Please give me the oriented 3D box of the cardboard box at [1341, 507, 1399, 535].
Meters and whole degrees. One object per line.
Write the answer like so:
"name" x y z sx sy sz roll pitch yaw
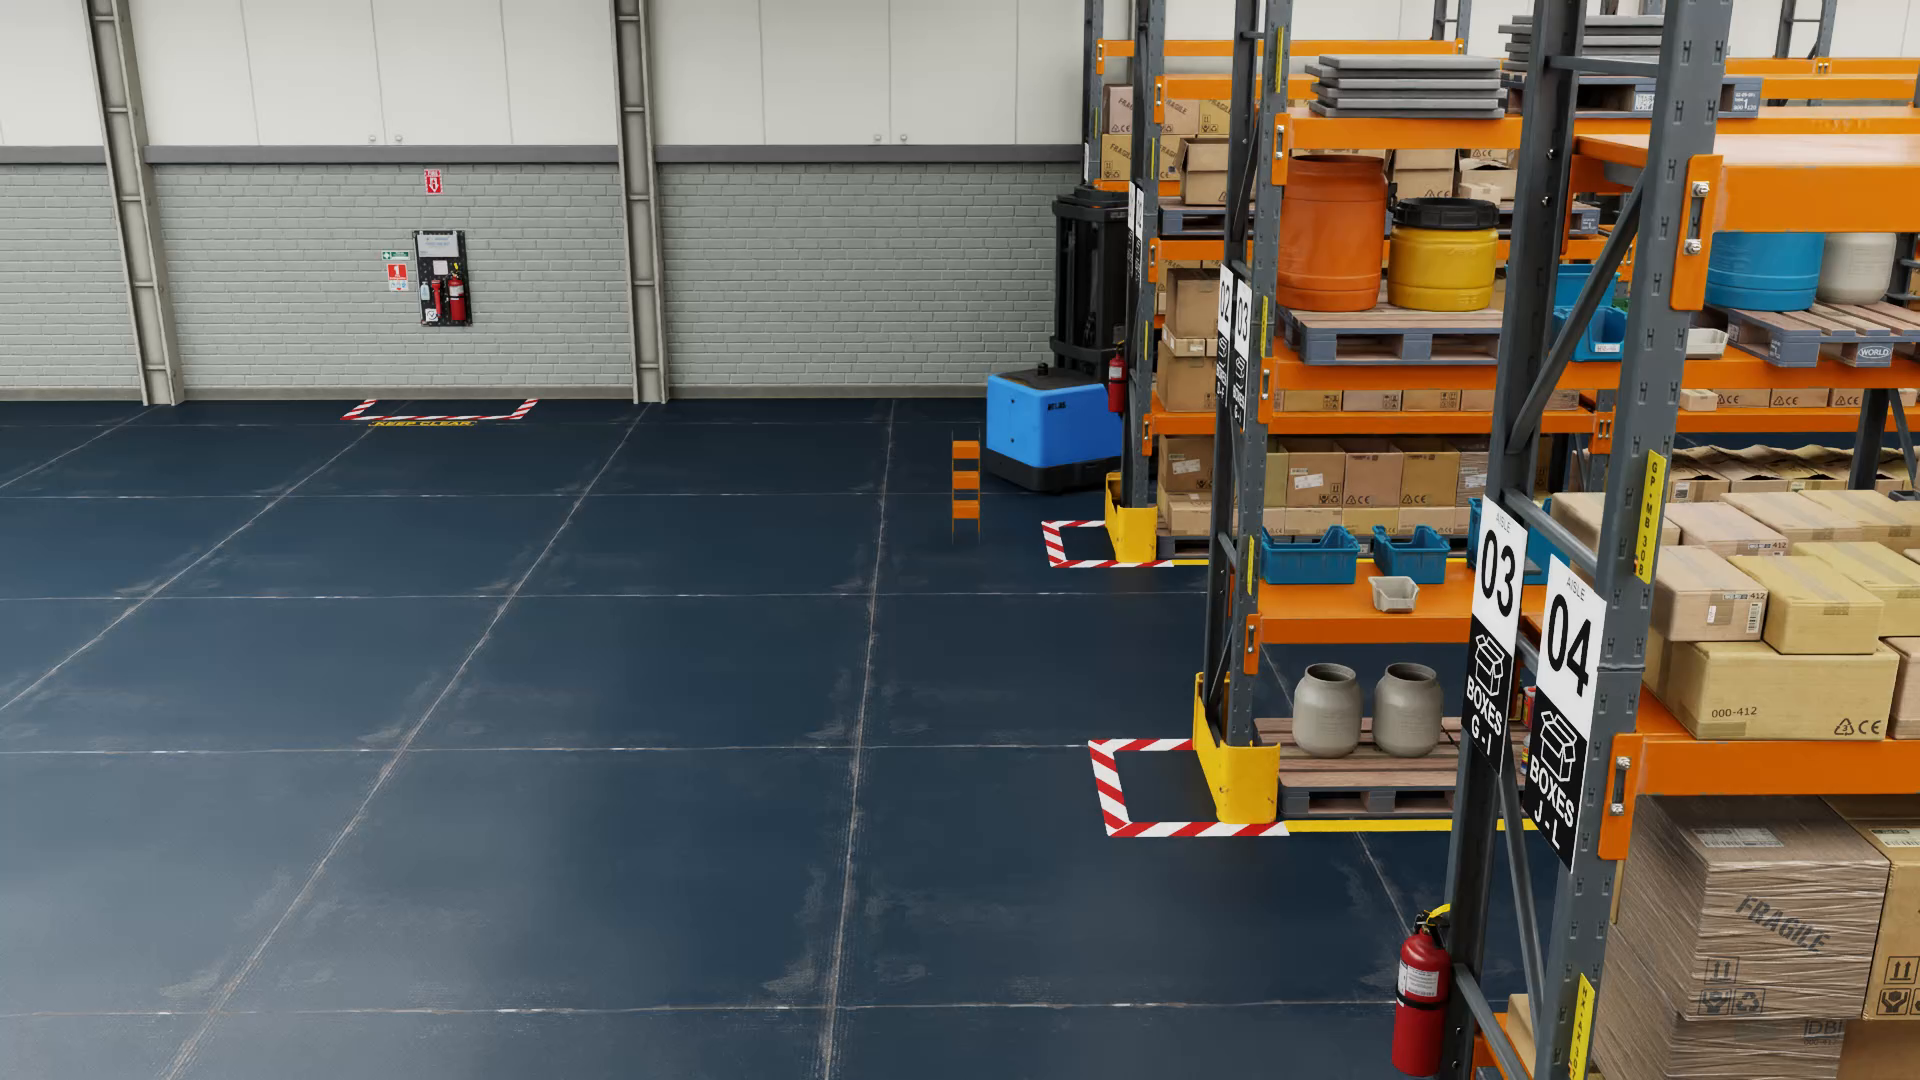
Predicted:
"cardboard box" 3.610 -0.237 14.892 0.500 0.250 0.500 0 18 -1

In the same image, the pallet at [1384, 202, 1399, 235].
"pallet" 3.500 -2.793 14.281 1.213 0.211 1.003 0 18 -1

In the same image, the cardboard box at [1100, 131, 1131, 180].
"cardboard box" 1.826 -4.329 18.726 0.500 0.500 0.500 0 18 1

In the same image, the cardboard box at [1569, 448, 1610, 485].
"cardboard box" 5.970 -0.671 15.328 0.500 0.311 0.500 0 18 -1

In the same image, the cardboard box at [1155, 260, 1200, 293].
"cardboard box" 2.464 -3.123 19.060 0.500 0.500 0.500 0 18 -1

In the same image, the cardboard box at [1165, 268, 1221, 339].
"cardboard box" 2.090 -2.069 14.501 0.500 0.500 0.700 0 18 -1

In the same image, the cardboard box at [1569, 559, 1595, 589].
"cardboard box" 2.201 0.184 5.101 0.500 0.250 0.500 0 18 0

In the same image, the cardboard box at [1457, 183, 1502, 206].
"cardboard box" 4.368 -2.910 13.995 0.250 0.149 0.380 0 18 -1

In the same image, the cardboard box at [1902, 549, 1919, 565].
"cardboard box" 2.786 0.153 4.544 0.250 0.149 0.380 0 18 1

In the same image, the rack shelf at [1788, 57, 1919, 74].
"rack shelf" 11.487 -5.290 18.840 4.000 0.370 1.077 0 18 -1

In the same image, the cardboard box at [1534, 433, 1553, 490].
"cardboard box" 5.101 -0.765 15.312 0.500 0.500 0.500 0 18 -1

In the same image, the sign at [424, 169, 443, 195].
"sign" -6.306 -4.290 19.919 0.199 0.298 0.001 0 18 -1

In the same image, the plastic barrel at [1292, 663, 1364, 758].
"plastic barrel" 2.301 1.066 10.401 0.421 0.512 0.421 0 18 0

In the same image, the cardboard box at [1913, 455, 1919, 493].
"cardboard box" 3.268 -0.320 4.956 0.500 0.500 0.500 0 18 -1

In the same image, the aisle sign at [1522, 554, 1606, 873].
"aisle sign" 1.665 0.475 4.604 0.004 0.787 0.394 0 18 -1

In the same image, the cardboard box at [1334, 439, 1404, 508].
"cardboard box" 3.610 -0.594 14.777 0.500 0.500 0.500 0 18 -1

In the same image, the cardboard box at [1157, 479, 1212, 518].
"cardboard box" 2.101 -0.388 15.364 0.500 0.250 0.500 0 18 -1

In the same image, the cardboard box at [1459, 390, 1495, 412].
"cardboard box" 4.599 -1.463 14.737 0.500 0.500 0.700 0 18 -1

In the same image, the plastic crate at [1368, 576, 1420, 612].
"plastic crate" 2.544 0.327 9.750 0.250 0.136 0.298 0 18 -1

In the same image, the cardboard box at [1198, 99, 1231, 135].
"cardboard box" 2.892 -4.800 18.558 0.500 0.500 0.500 0 18 1

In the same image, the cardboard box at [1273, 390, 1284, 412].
"cardboard box" 2.562 -1.455 14.711 0.500 0.500 0.700 0 18 1

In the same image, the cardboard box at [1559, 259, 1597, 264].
"cardboard box" 7.214 -3.200 19.429 0.500 0.500 0.700 2 18 7

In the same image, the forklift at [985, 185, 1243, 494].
"forklift" 1.793 -2.173 17.224 3.031 2.935 1.130 -10 20 -29

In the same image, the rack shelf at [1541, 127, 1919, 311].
"rack shelf" 3.722 -0.901 4.511 4.000 0.370 1.077 0 18 -1

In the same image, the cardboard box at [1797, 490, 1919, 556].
"cardboard box" 2.780 -0.031 5.119 0.250 0.149 0.380 0 18 -1

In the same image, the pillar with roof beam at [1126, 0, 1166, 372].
"pillar with roof beam" 2.242 -4.727 15.254 0.400 9.000 9.100 0 18 -1

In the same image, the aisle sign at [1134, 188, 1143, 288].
"aisle sign" 1.509 -2.549 14.029 0.004 0.787 0.394 0 18 -1

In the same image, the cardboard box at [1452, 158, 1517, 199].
"cardboard box" 4.522 -3.152 14.484 0.500 0.311 0.500 -1 18 -4

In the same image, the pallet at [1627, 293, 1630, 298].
"pallet" 7.508 -2.843 19.516 1.213 0.211 1.003 0 18 -1

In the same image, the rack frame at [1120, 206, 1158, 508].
"rack frame" 1.570 -1.405 14.719 0.127 3.000 1.000 0 18 -1

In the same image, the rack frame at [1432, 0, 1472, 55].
"rack frame" 5.488 -5.794 18.579 0.127 3.000 1.000 0 18 -1

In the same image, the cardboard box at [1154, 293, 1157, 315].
"cardboard box" 1.981 -2.761 19.160 0.500 0.250 0.500 -1 18 -2

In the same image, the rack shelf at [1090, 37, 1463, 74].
"rack shelf" 3.488 -5.440 18.659 4.000 0.370 1.077 0 18 -1

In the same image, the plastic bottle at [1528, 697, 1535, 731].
"plastic bottle" 3.729 1.089 10.672 0.133 0.283 0.061 0 18 -1

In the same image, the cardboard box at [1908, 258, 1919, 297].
"cardboard box" 10.997 -3.081 19.261 0.500 0.500 0.500 0 18 -1

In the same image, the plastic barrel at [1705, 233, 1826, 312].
"plastic barrel" 4.647 -1.806 9.551 0.708 0.901 0.600 0 18 -1

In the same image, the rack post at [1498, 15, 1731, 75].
"rack post" 3.581 -2.732 9.157 0.954 0.300 0.937 -1 18 -2

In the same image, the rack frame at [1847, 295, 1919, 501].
"rack frame" 5.644 0.089 10.063 0.127 3.000 1.000 0 18 -1

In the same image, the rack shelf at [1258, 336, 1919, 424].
"rack shelf" 3.644 -0.987 9.685 4.000 0.370 1.077 0 18 -1

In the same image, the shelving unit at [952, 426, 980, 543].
"shelving unit" 0.053 -0.500 15.090 0.252 1.050 0.215 0 18 -1

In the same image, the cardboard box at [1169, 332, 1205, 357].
"cardboard box" 1.966 -1.698 14.405 0.250 0.149 0.380 0 18 -1

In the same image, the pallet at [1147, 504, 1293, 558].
"pallet" 2.334 -0.094 15.196 1.213 0.211 1.003 0 18 -1

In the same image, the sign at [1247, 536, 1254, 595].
"sign" 1.649 0.144 9.437 0.005 0.325 0.100 0 18 -1

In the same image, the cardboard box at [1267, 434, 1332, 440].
"cardboard box" 3.101 -0.755 15.281 0.500 0.500 0.500 0 18 -1

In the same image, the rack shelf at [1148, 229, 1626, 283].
"rack shelf" 3.570 -2.500 14.401 4.000 0.370 1.077 0 18 -1

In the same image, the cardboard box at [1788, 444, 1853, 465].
"cardboard box" 8.006 -0.682 15.360 0.500 0.311 0.500 -1 18 -2

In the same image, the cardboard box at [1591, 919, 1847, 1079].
"cardboard box" 2.273 1.437 5.209 0.500 0.500 0.875 0 18 -1

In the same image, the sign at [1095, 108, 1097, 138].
"sign" 1.497 -4.597 18.327 0.005 0.325 0.100 0 18 -1

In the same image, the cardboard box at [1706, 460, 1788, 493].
"cardboard box" 7.005 -0.512 14.830 0.500 0.311 0.500 -1 18 -3

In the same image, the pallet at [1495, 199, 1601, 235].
"pallet" 4.717 -2.798 14.297 1.213 0.211 1.003 0 18 -1

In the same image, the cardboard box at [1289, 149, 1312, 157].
"cardboard box" 3.927 -4.332 18.736 0.500 0.500 0.500 -1 18 -3

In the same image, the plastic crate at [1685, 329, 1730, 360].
"plastic crate" 4.045 -1.083 9.236 0.396 0.136 0.243 0 18 -1

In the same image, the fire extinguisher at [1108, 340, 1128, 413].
"fire extinguisher" 1.444 -1.509 15.171 0.183 0.674 0.296 0 18 -1

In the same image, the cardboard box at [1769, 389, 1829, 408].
"cardboard box" 7.365 -1.476 14.775 0.500 0.500 0.500 0 18 -1
